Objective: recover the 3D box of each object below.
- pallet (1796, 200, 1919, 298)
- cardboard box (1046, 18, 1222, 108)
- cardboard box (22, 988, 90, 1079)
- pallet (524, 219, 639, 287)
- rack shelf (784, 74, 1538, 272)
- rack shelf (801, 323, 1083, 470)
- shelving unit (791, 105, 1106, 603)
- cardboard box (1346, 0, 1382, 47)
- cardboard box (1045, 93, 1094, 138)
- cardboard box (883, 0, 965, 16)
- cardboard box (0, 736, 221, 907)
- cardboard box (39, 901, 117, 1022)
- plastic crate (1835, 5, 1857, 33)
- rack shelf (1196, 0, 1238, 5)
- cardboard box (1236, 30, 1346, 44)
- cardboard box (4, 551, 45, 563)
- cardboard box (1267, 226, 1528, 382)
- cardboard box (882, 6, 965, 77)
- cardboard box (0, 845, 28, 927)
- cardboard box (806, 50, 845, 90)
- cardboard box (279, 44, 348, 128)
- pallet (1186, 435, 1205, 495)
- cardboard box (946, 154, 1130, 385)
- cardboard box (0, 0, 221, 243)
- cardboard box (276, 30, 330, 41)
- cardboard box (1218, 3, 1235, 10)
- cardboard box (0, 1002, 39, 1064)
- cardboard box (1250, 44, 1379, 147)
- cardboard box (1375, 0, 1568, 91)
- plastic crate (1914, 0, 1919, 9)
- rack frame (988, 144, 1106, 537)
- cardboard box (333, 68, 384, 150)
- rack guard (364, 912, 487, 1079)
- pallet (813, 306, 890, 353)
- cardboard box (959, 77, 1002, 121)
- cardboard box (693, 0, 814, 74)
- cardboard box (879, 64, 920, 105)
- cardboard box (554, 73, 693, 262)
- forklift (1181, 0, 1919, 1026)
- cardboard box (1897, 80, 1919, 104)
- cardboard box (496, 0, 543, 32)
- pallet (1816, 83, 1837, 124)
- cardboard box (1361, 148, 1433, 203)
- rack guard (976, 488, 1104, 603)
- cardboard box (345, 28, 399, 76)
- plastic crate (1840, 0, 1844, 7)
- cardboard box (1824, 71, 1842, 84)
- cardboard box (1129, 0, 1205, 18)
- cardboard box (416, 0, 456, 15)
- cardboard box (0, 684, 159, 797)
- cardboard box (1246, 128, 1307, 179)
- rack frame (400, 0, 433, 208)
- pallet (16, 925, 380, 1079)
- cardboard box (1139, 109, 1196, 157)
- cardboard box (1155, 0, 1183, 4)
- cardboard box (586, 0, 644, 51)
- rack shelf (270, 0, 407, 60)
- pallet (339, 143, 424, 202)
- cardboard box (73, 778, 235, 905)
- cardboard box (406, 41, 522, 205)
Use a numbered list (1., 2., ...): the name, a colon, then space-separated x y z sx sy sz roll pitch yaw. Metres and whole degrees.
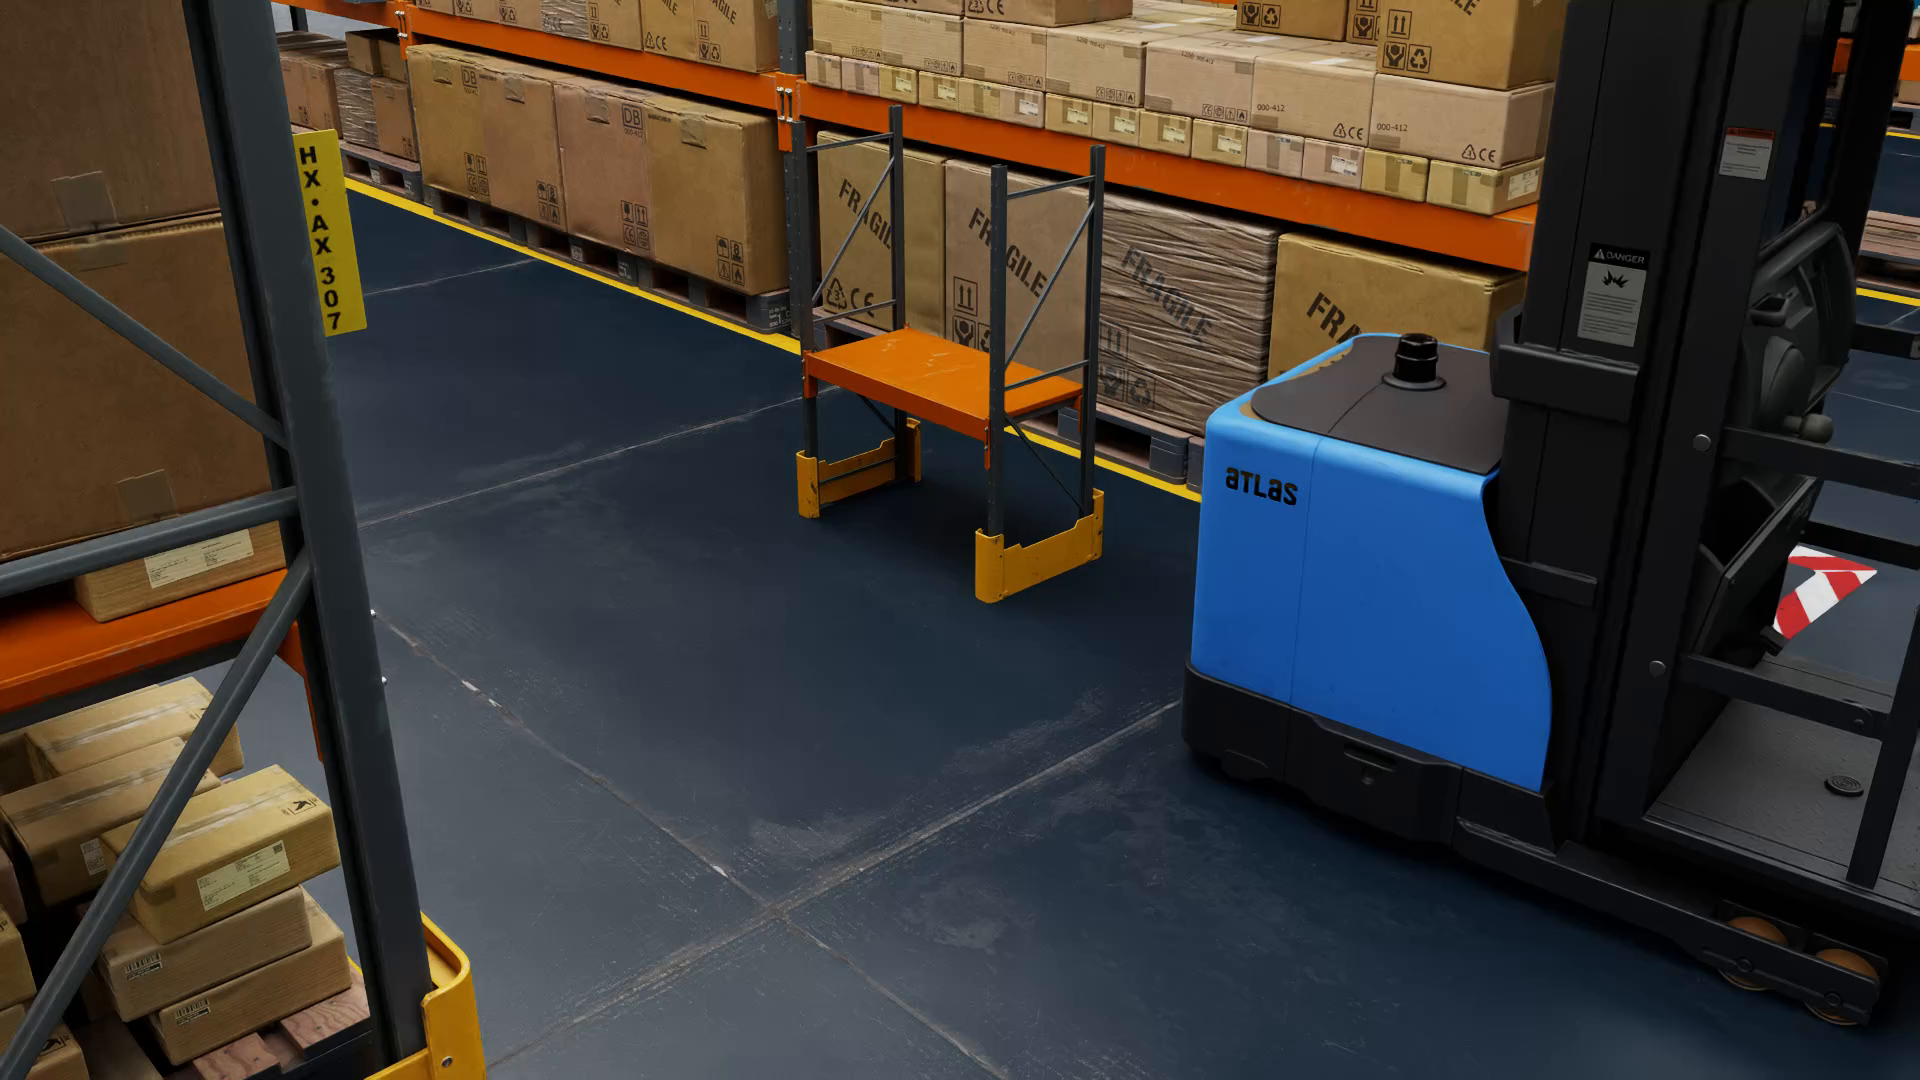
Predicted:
1. pallet: 5.354 -1.712 9.748 1.003 0.211 1.213 -21 32 -38
2. cardboard box: 0.695 -1.918 6.662 0.500 0.250 0.500 -21 32 -38
3. cardboard box: -1.928 1.068 3.224 0.380 0.149 0.250 -21 32 -38
4. pallet: -1.881 -1.840 10.028 1.003 0.211 1.213 -21 32 -38
5. rack shelf: 0.907 -1.593 6.995 1.077 0.370 4.000 -21 32 -38
6. rack shelf: -0.058 -0.545 6.070 0.538 0.185 1.000 -21 32 -38
7. shelving unit: -0.052 -0.705 5.989 0.587 1.500 1.083 -21 32 -38
8. cardboard box: 1.801 -2.096 6.150 0.500 0.500 0.500 -22 33 -40
9. cardboard box: 0.566 -1.756 6.788 0.380 0.149 0.250 -22 33 -40
10. cardboard box: 0.011 -2.565 7.178 0.500 0.500 0.500 -21 32 -38
11. cardboard box: -1.802 0.593 3.548 0.380 0.149 0.250 -21 32 -38
12. cardboard box: -1.779 0.862 3.674 0.380 0.149 0.250 -21 32 -39
13. plastic crate: 5.012 -2.914 9.270 0.396 0.136 0.243 -21 32 -38
14. rack shelf: 1.788 -4.210 12.731 1.077 0.370 4.000 -21 32 -38
15. cardboard box: 1.442 -1.912 6.650 0.500 0.250 0.500 23 33 40
16. cardboard box: -1.602 -0.080 3.114 0.380 0.149 0.250 -20 31 -37
17. cardboard box: 1.778 -0.710 6.246 0.875 0.875 0.875 -21 32 -38
18. cardboard box: 0.006 -2.225 7.335 0.500 0.250 0.500 -21 32 -39
19. cardboard box: -2.093 0.716 3.278 0.380 0.149 0.250 -20 32 -37
20. cardboard box: -0.501 -2.228 7.822 0.380 0.149 0.250 -21 32 -38
21. cardboard box: -4.829 -3.502 12.793 0.500 0.500 0.700 20 32 37
22. pallet: 1.670 -0.266 6.578 1.003 0.211 1.213 -21 32 -38
23. cardboard box: 0.548 -1.255 7.442 0.875 0.875 0.875 -21 32 -38
24. cardboard box: -1.529 -0.785 2.673 0.500 0.500 0.500 -21 32 -39
25. cardboard box: -5.524 -3.821 13.493 0.500 0.500 0.700 21 32 38
26. cardboard box: 3.147 -5.733 18.009 0.500 0.250 0.500 -22 32 -39
27. cardboard box: -1.985 0.954 3.116 0.380 0.149 0.250 -22 33 -40
28. cardboard box: 1.403 -1.607 5.981 0.500 0.250 0.500 -22 32 -39
29. cardboard box: 1.749 -1.796 5.491 0.500 0.500 0.500 -21 32 -38
30. plastic crate: 5.511 -3.038 9.425 0.416 0.233 0.300 -21 32 -38
31. rack frame: 0.289 -0.554 5.658 0.500 1.500 0.032 -21 32 -38
32. cardboard box: -4.055 -3.163 12.050 0.500 0.500 0.700 21 32 38
33. rack guard: -1.468 1.176 3.069 1.175 0.500 0.348 -21 32 -38
34. pallet: 0.002 -1.005 8.199 1.003 0.211 1.213 -21 32 -38
35. cardboard box: 0.215 -1.912 7.130 0.380 0.149 0.250 -22 32 -39
36. cardboard box: -0.979 -2.636 8.294 0.500 0.500 0.500 -21 32 -38
37. cardboard box: -0.141 -2.069 7.473 0.380 0.149 0.250 -20 31 -37
38. cardboard box: -1.524 -2.209 9.533 0.875 0.875 1.225 22 33 40
39. forklift: 2.110 -0.472 3.753 3.031 2.935 1.130 18 30 35
40. cardboard box: 8.061 -3.832 13.514 0.797 0.503 0.637 -21 32 -38
41. cardboard box: -2.354 -3.249 9.638 0.500 0.500 0.500 -22 32 -39
42. pallet: 7.242 -3.858 14.453 1.003 0.211 1.213 -21 32 -38
43. cardboard box: 1.611 -1.293 5.773 0.380 0.149 0.250 -21 32 -38
44. rack guard: 0.288 0.014 5.918 0.587 0.250 0.087 -21 32 -38
45. cardboard box: -4.044 -3.494 11.874 0.500 0.250 0.500 -17 30 -33
46. plastic crate: 5.061 -3.238 9.862 0.416 0.233 0.300 -21 32 -38
47. cardboard box: 7.670 -4.050 14.418 0.380 0.149 0.250 -21 32 -38
48. cardboard box: 0.738 -2.223 7.332 0.500 0.250 0.500 -20 32 -37
49. cardboard box: -3.061 -3.559 10.317 0.500 0.500 0.500 -20 31 -37
50. cardboard box: -2.111 0.429 3.909 0.250 0.149 0.380 22 32 39
51. cardboard box: 1.270 -1.445 6.107 0.380 0.149 0.250 -21 32 -38
52. rack frame: -3.194 -3.738 10.830 1.000 3.000 0.127 -21 32 -38
53. pallet: -1.997 1.052 3.691 1.003 0.211 1.213 -21 32 -38
54. cardboard box: 0.913 -1.602 6.450 0.380 0.149 0.250 -21 32 -38
55. cardboard box: 2.452 -6.041 18.685 0.500 0.250 0.500 -20 32 -38
56. cardboard box: -1.675 -2.944 8.969 0.500 0.500 0.500 -22 32 -39
57. rack shelf: -4.561 -4.017 12.308 1.077 0.370 4.000 -21 32 -38
58. pallet: -3.727 -2.707 11.929 1.003 0.211 1.213 -21 32 -38
59. cardboard box: -1.733 0.702 3.667 0.380 0.149 0.250 -21 32 -39
60. cardboard box: -2.738 -2.748 10.713 0.875 0.875 1.225 22 32 39
